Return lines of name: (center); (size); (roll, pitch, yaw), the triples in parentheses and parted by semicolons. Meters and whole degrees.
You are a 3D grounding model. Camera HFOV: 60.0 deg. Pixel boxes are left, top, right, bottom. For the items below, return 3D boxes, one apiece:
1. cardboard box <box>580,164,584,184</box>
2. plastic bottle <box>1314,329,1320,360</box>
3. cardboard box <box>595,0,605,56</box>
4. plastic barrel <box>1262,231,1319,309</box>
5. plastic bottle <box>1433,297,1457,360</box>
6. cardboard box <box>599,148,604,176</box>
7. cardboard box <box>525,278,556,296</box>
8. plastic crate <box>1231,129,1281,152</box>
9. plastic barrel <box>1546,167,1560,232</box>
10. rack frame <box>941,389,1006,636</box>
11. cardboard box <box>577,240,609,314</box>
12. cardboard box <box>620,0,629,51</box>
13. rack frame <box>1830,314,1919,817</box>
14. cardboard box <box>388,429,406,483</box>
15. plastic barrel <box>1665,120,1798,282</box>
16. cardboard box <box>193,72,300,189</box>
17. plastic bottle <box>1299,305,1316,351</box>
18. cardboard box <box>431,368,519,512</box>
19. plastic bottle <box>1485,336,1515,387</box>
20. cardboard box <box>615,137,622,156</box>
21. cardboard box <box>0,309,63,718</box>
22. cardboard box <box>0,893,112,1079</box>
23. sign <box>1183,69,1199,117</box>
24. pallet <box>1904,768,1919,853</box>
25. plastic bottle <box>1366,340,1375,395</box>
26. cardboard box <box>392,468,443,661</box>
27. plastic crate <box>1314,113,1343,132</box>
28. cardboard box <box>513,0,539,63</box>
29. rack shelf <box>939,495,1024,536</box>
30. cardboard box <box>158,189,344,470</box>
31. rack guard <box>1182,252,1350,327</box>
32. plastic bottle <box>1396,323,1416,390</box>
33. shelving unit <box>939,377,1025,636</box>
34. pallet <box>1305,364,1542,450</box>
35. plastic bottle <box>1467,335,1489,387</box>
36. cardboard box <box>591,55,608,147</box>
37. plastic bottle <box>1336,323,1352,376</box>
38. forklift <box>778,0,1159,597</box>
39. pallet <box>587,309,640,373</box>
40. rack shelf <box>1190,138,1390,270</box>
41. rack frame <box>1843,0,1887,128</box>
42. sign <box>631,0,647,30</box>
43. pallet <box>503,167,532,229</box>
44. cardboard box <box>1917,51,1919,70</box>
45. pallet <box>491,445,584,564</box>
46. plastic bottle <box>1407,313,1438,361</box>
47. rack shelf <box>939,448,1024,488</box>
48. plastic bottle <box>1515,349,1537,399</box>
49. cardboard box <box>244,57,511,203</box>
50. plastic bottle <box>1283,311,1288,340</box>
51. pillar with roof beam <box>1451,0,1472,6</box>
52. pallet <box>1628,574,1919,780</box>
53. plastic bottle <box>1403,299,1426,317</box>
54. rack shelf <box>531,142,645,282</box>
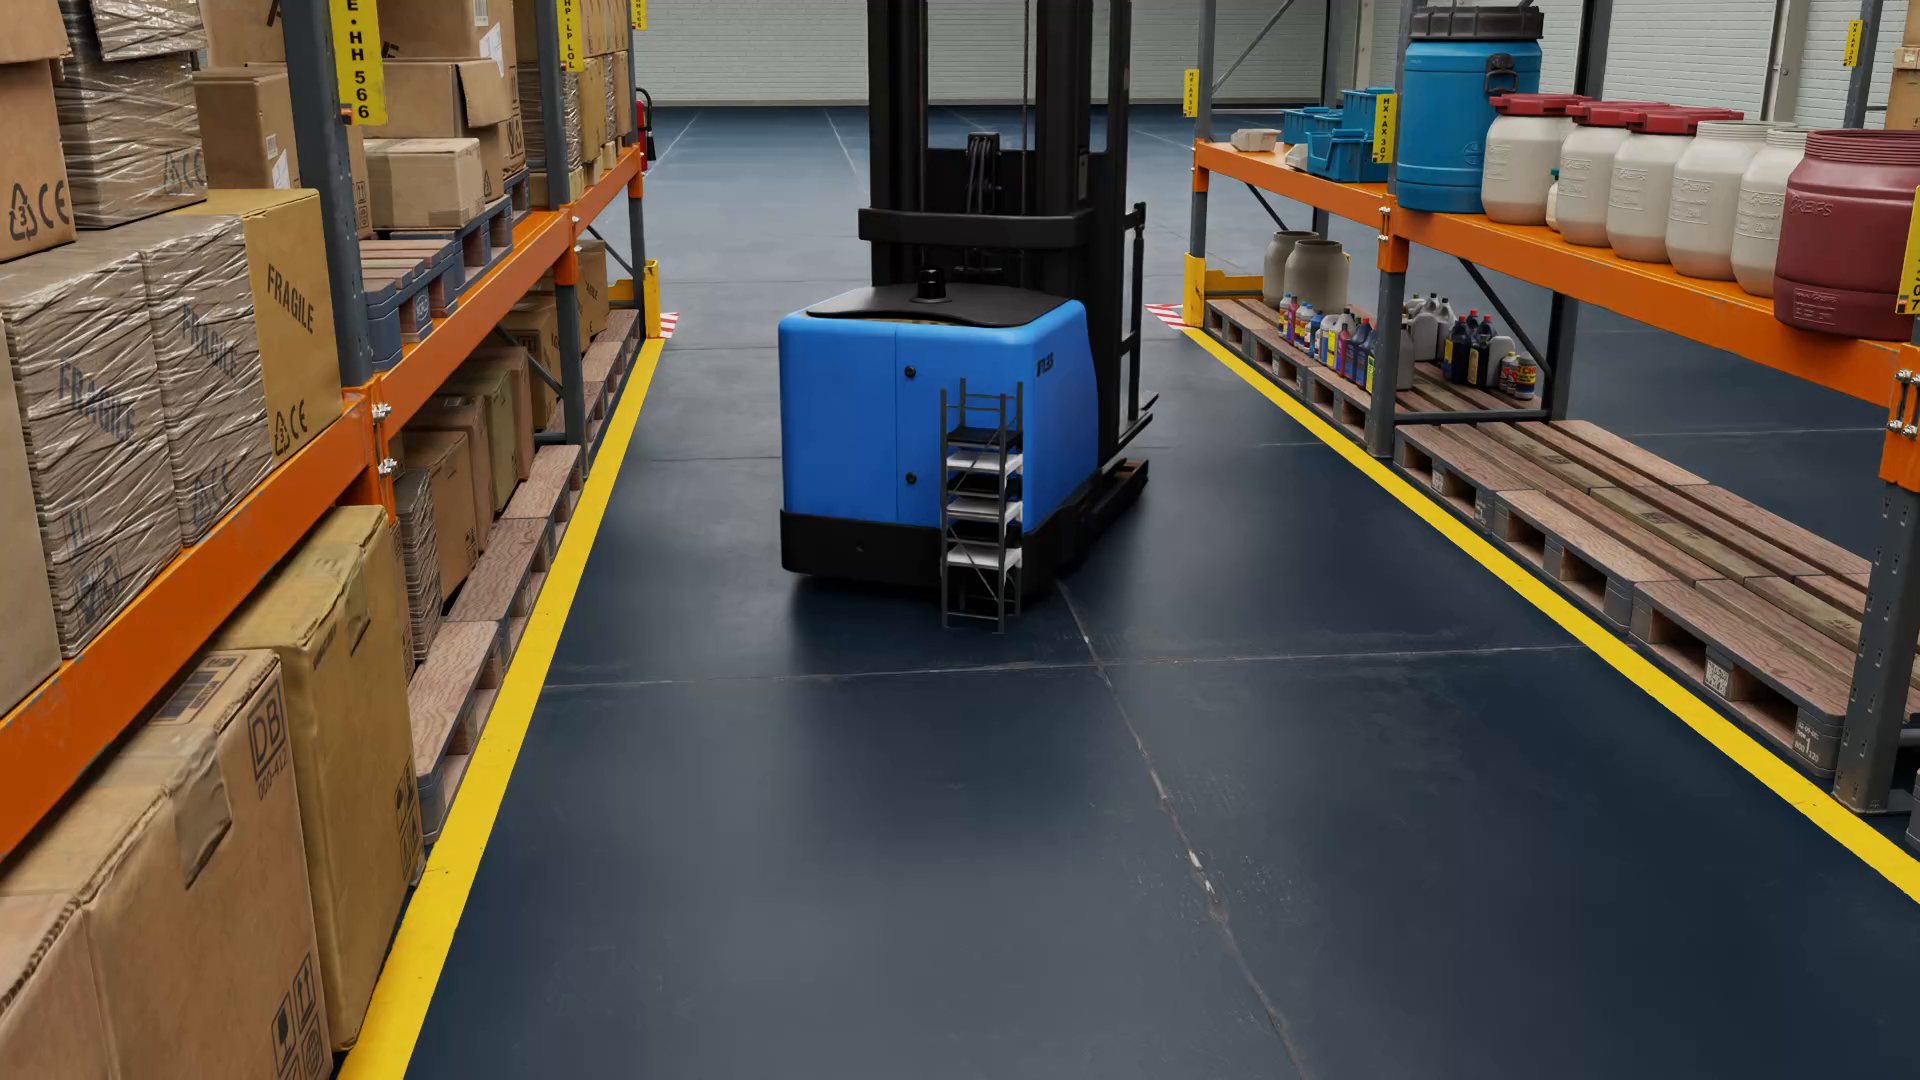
cardboard box: (-2.109, -1.824, 8.399); (0.380, 0.149, 0.250); (-2, 18, -6)
plastic bottle: (2.148, -1.169, 9.831); (0.097, 0.201, 0.097); (0, 17, 0)
cardboard box: (-2.280, -2.977, 9.320); (0.500, 0.500, 0.500); (-2, 18, -6)
plastic barrel: (2.338, -1.887, 11.631); (0.421, 0.512, 0.421); (0, 17, 0)
plastic bottle: (2.873, -1.258, 9.863); (0.144, 0.351, 0.185); (-2, 18, -6)
cardboard box: (-2.211, -2.122, 9.348); (0.380, 0.149, 0.250); (-2, 18, -6)
cardboard box: (-2.530, -1.203, 9.474); (0.500, 0.500, 0.500); (-3, 18, -11)
plastic crate: (1.966, -2.665, 11.097); (0.298, 0.136, 0.250); (-2, 18, -6)
plastic barrel: (2.590, -1.410, 6.892); (0.301, 0.262, 0.301); (0, 17, 0)
rack frame: (0.046, -0.093, 5.970); (0.240, 0.900, 0.006); (6, 18, 18)
cardboard box: (-2.685, -1.735, 11.168); (0.500, 0.500, 0.500); (1, 17, 5)
cardboard box: (-2.430, -3.424, 10.744); (0.500, 0.500, 0.500); (-2, 18, -6)
rack frame: (3.019, -0.684, 4.346); (1.000, 3.000, 0.127); (-2, 18, -6)
cardboard box: (-2.071, -0.262, 5.191); (0.500, 0.250, 0.500); (0, 17, 1)
plastic barrel: (2.657, -1.162, 5.685); (0.421, 0.512, 0.421); (0, 17, 0)
cardboard box: (-2.003, -0.938, 4.290); (0.500, 0.500, 0.500); (-4, 18, -12)
plastic bottle: (2.116, -1.293, 10.110); (0.097, 0.271, 0.097); (0, 17, 0)
cardboard box: (-2.248, -0.413, 6.924); (0.700, 0.500, 0.500); (-2, 18, -6)
plastic bottle: (2.949, -0.990, 9.134); (0.152, 0.276, 0.135); (-1, 17, -4)
cardboard box: (-2.396, -2.568, 10.769); (0.380, 0.149, 0.250); (-2, 18, -6)
cardboard box: (-1.456, 0.016, 1.951); (0.500, 0.500, 0.500); (-1, 17, -5)
cardboard box: (-1.674, 1.018, 1.772); (1.225, 0.875, 0.875); (-2, 18, -8)
sign: (1.646, -3.183, 11.847); (0.100, 0.325, 0.005); (-2, 18, -6)
pallet: (3.142, 0.881, 4.020); (1.003, 0.211, 1.213); (-2, 18, -6)
plastic bottle: (2.229, -0.922, 8.907); (0.061, 0.283, 0.133); (-1, 17, -3)
cardboard box: (-2.067, 0.088, 5.327); (0.700, 0.500, 0.500); (-3, 18, -10)
plastic crate: (2.604, -2.663, 10.898); (0.499, 0.251, 0.408); (-2, 18, -6)
cardboard box: (-2.114, -2.531, 7.898); (0.500, 0.500, 0.500); (-2, 18, -6)
rack shelf: (0.080, -0.090, 6.072); (0.258, 0.077, 0.200); (6, 18, 18)
cardboard box: (-1.610, -0.439, 3.400); (0.500, 0.500, 0.500); (-1, 17, -4)
rack guard: (2.248, -1.853, 12.245); (1.175, 0.500, 0.348); (-2, 18, -6)
plastic bottle: (2.397, -1.009, 9.070); (0.144, 0.351, 0.185); (-2, 18, -6)
shelving unit: (0.080, -0.122, 6.062); (0.258, 0.900, 0.210); (6, 18, 18)
pallet: (2.579, -0.746, 9.202); (1.003, 0.211, 1.213); (-2, 18, -6)
plastic bottle: (2.843, -0.990, 9.122); (0.061, 0.283, 0.133); (-2, 18, -6)
cardboard box: (-2.484, -2.494, 9.450); (0.875, 0.500, 0.500); (-2, 18, -6)
plastic bottle: (2.175, -1.077, 9.399); (0.061, 0.283, 0.133); (-1, 17, -2)
forklift: (0.255, -1.587, 7.339); (1.130, 2.935, 3.031); (6, 18, 18)
pallet: (-2.676, -1.318, 11.022); (1.003, 0.211, 1.213); (-2, 18, -6)
rack shelf: (2.400, -2.128, 10.148); (1.077, 0.370, 4.000); (-2, 18, -6)
rack frame: (7.121, -3.219, 12.422); (1.000, 3.000, 0.127); (-2, 18, -6)
sign: (-2.179, -3.628, 11.266); (0.100, 0.325, 0.005); (-2, 18, -6)
pallet: (-2.386, -1.399, 6.944); (1.003, 0.211, 1.213); (-2, 18, -6)
cardboard box: (6.977, -3.374, 11.666); (0.380, 0.149, 0.250); (-2, 18, -7)
pallet: (-2.238, -0.160, 7.334); (1.003, 0.211, 1.213); (-2, 18, -6)
plastic bottle: (2.728, -1.210, 9.835); (0.152, 0.276, 0.135); (-2, 18, -6)
rack shelf: (0.080, -0.262, 6.018); (0.258, 0.077, 0.200); (6, 18, 18)
plastic bottle: (3.010, -0.892, 8.831); (0.097, 0.271, 0.097); (0, 17, 0)
cardboard box: (-2.050, -1.458, 5.941); (0.797, 0.503, 0.637); (0, 17, 0)
plastic bottle: (2.081, -1.361, 10.442); (0.097, 0.201, 0.097); (0, 17, 0)
pillar with roof beam: (6.223, -13.071, 33.788); (9.100, 9.000, 0.400); (-2, 18, -6)
pallet: (2.978, 0.415, 5.503); (1.003, 0.211, 1.213); (-2, 18, -6)
plastic bottle: (2.818, -1.368, 10.339); (0.152, 0.276, 0.135); (-2, 18, -5)
rack shelf: (-2.526, -1.975, 9.661); (1.077, 0.370, 4.000); (-2, 18, -6)
